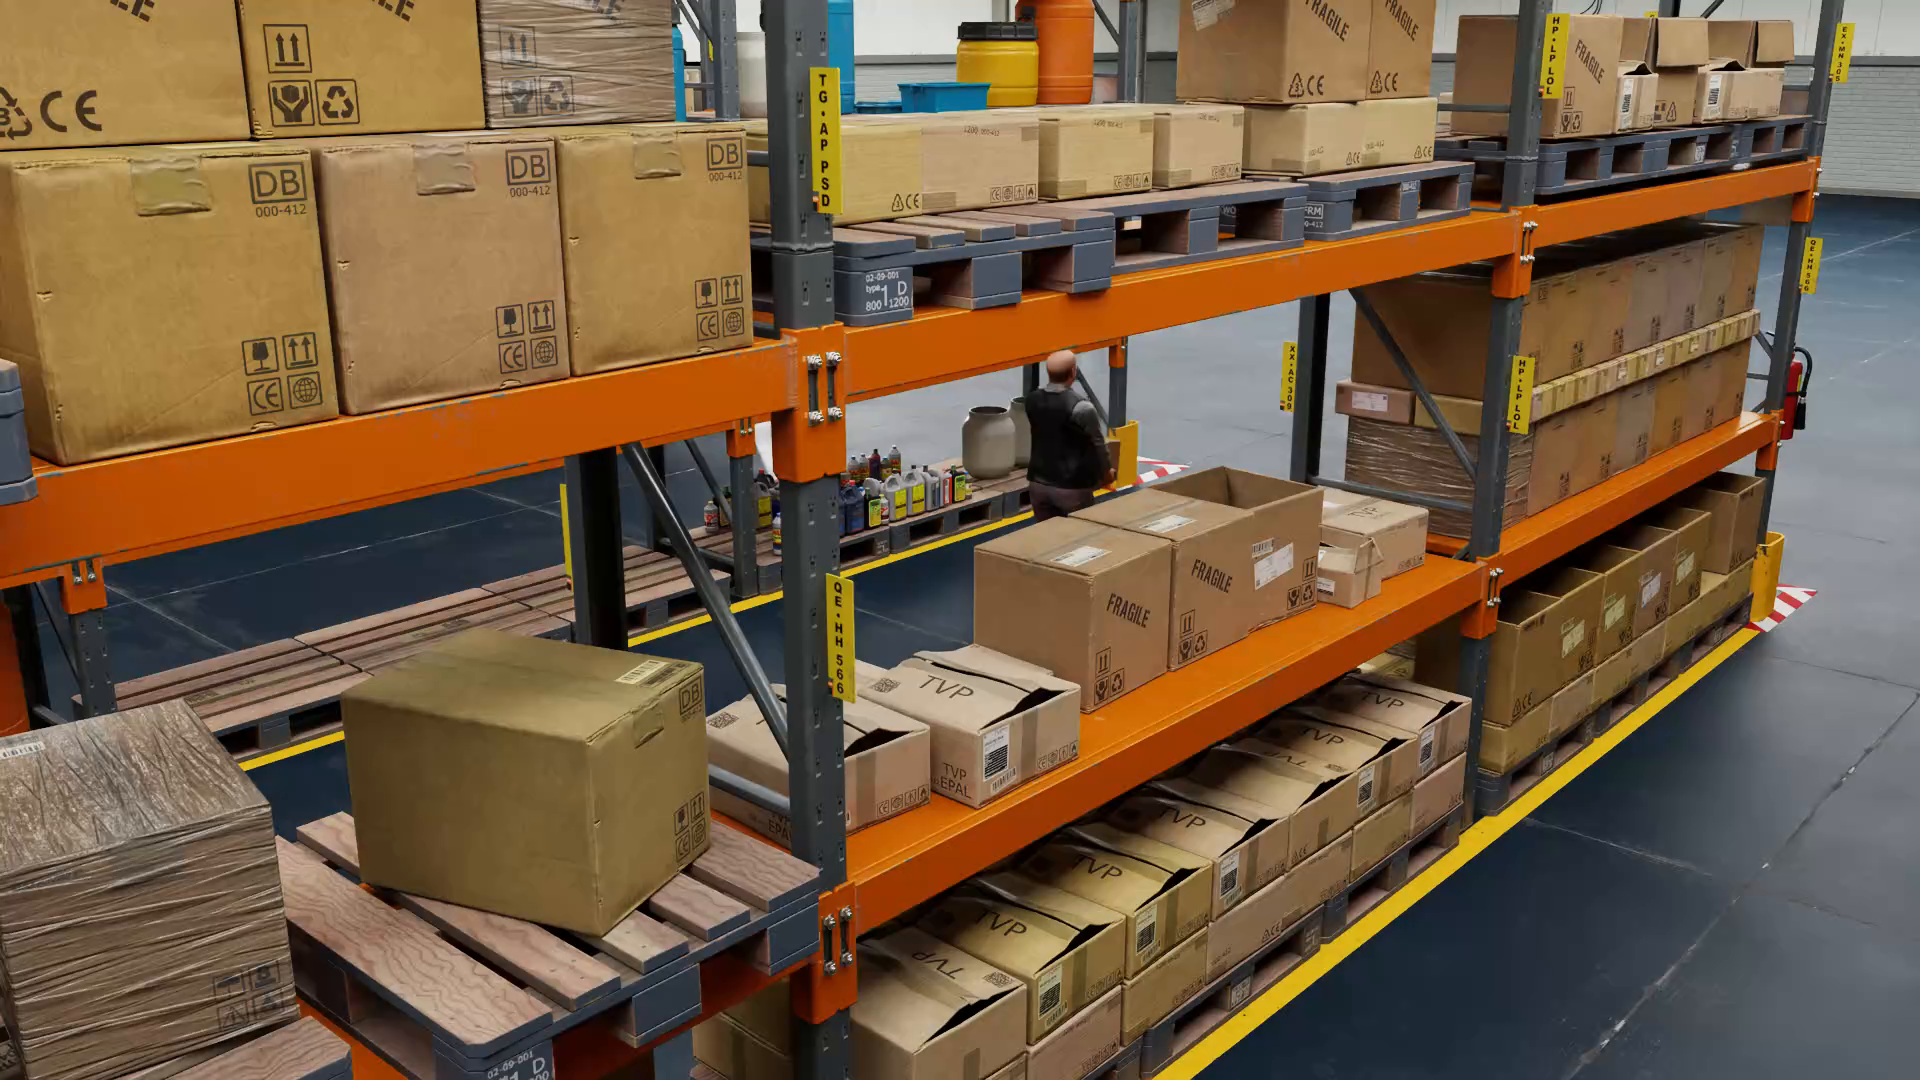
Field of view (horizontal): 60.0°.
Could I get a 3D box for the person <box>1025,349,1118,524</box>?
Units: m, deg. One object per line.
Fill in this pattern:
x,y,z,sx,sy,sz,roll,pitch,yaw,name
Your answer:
0.677,-0.334,10.201,0.495,1.720,0.558,14,22,39,person
